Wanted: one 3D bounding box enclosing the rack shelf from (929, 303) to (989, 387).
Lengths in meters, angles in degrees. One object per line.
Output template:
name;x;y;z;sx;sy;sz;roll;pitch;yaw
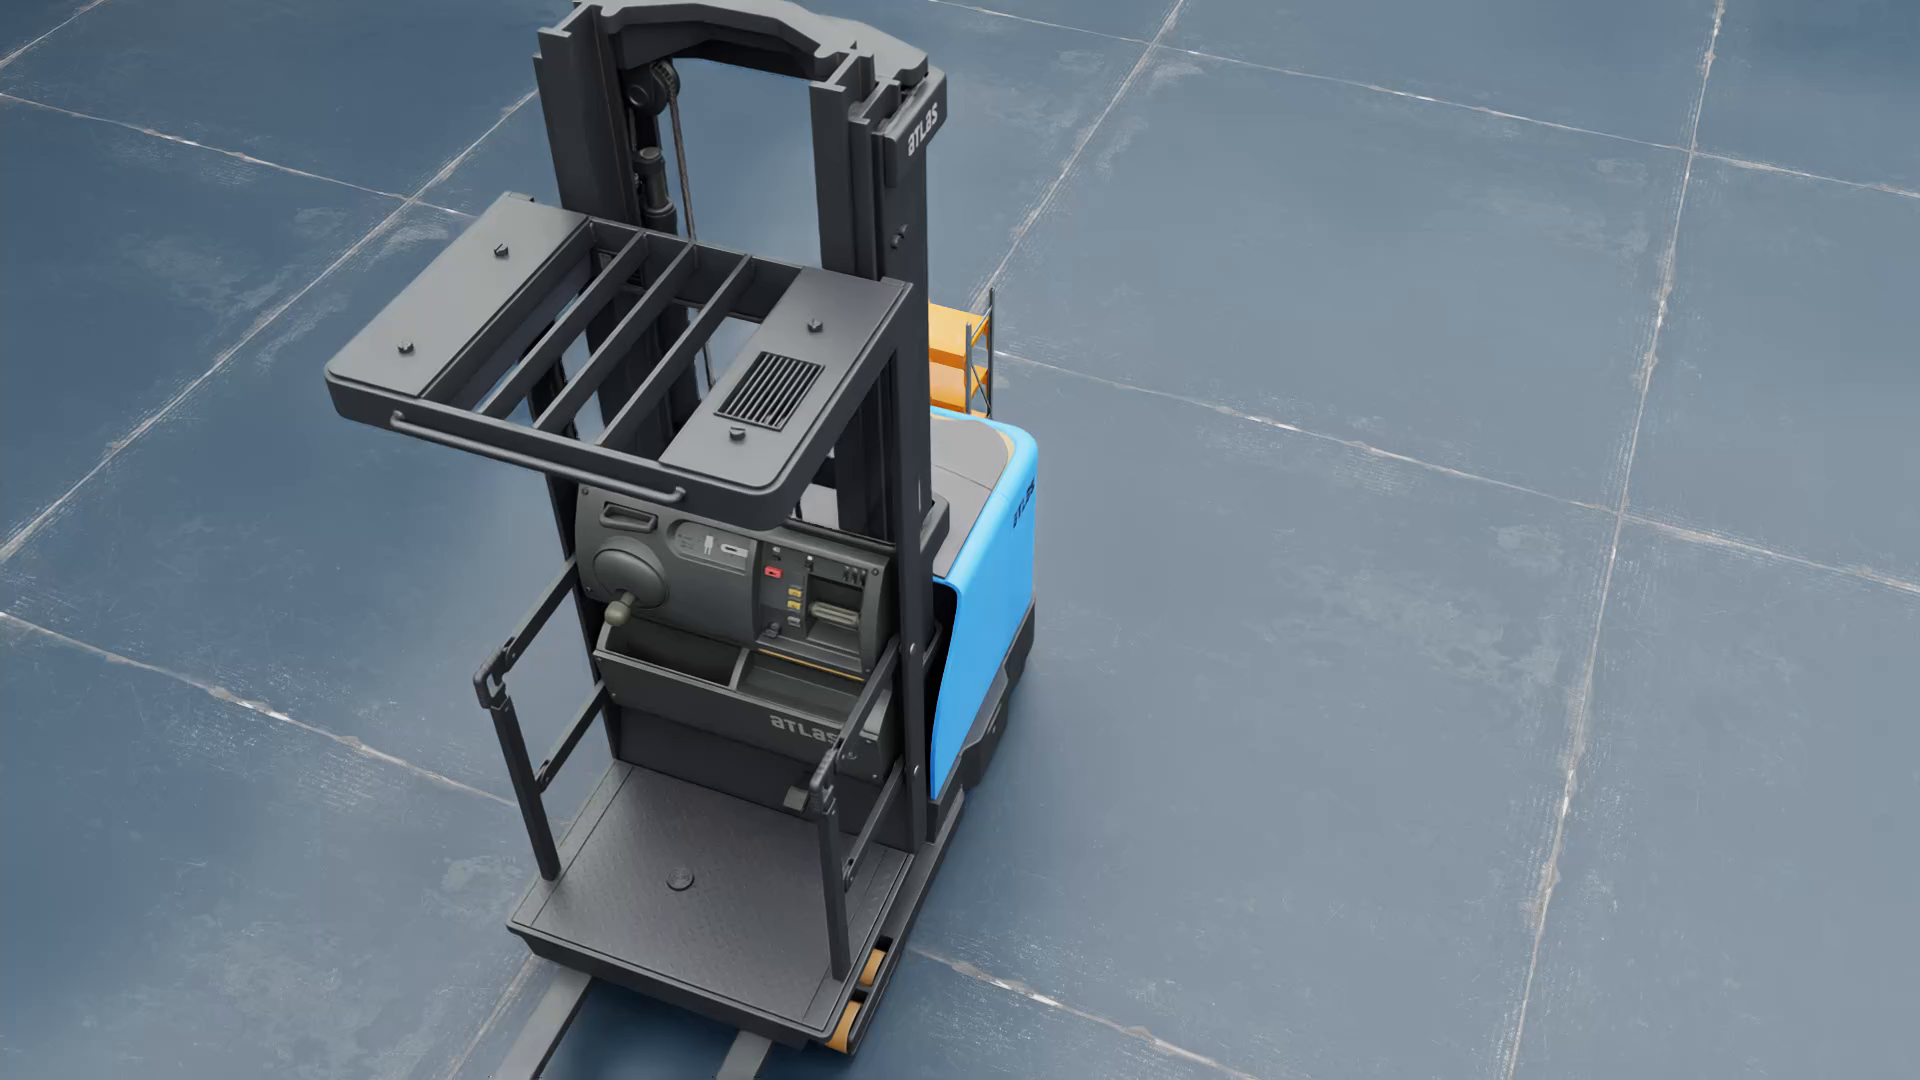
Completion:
rack shelf;-0.153;-0.749;6.095;0.480;0.148;0.258;16;47;16

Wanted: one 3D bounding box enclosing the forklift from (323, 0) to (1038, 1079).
forklift;-0.720;0.206;4.465;1.130;2.935;3.031;15;47;15

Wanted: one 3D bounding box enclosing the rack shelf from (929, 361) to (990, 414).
rack shelf;-0.153;-0.581;6.262;0.480;0.148;0.258;16;47;16

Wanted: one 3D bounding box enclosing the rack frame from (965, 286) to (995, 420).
rack frame;0.072;-0.404;6.305;0.015;1.200;0.240;16;47;16

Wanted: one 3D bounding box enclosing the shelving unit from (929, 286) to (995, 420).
shelving unit;-0.153;-0.470;6.372;0.503;1.200;0.258;16;47;16

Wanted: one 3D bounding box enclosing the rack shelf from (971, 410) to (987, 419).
rack shelf;-0.153;-0.423;6.419;0.480;0.148;0.258;16;47;16
